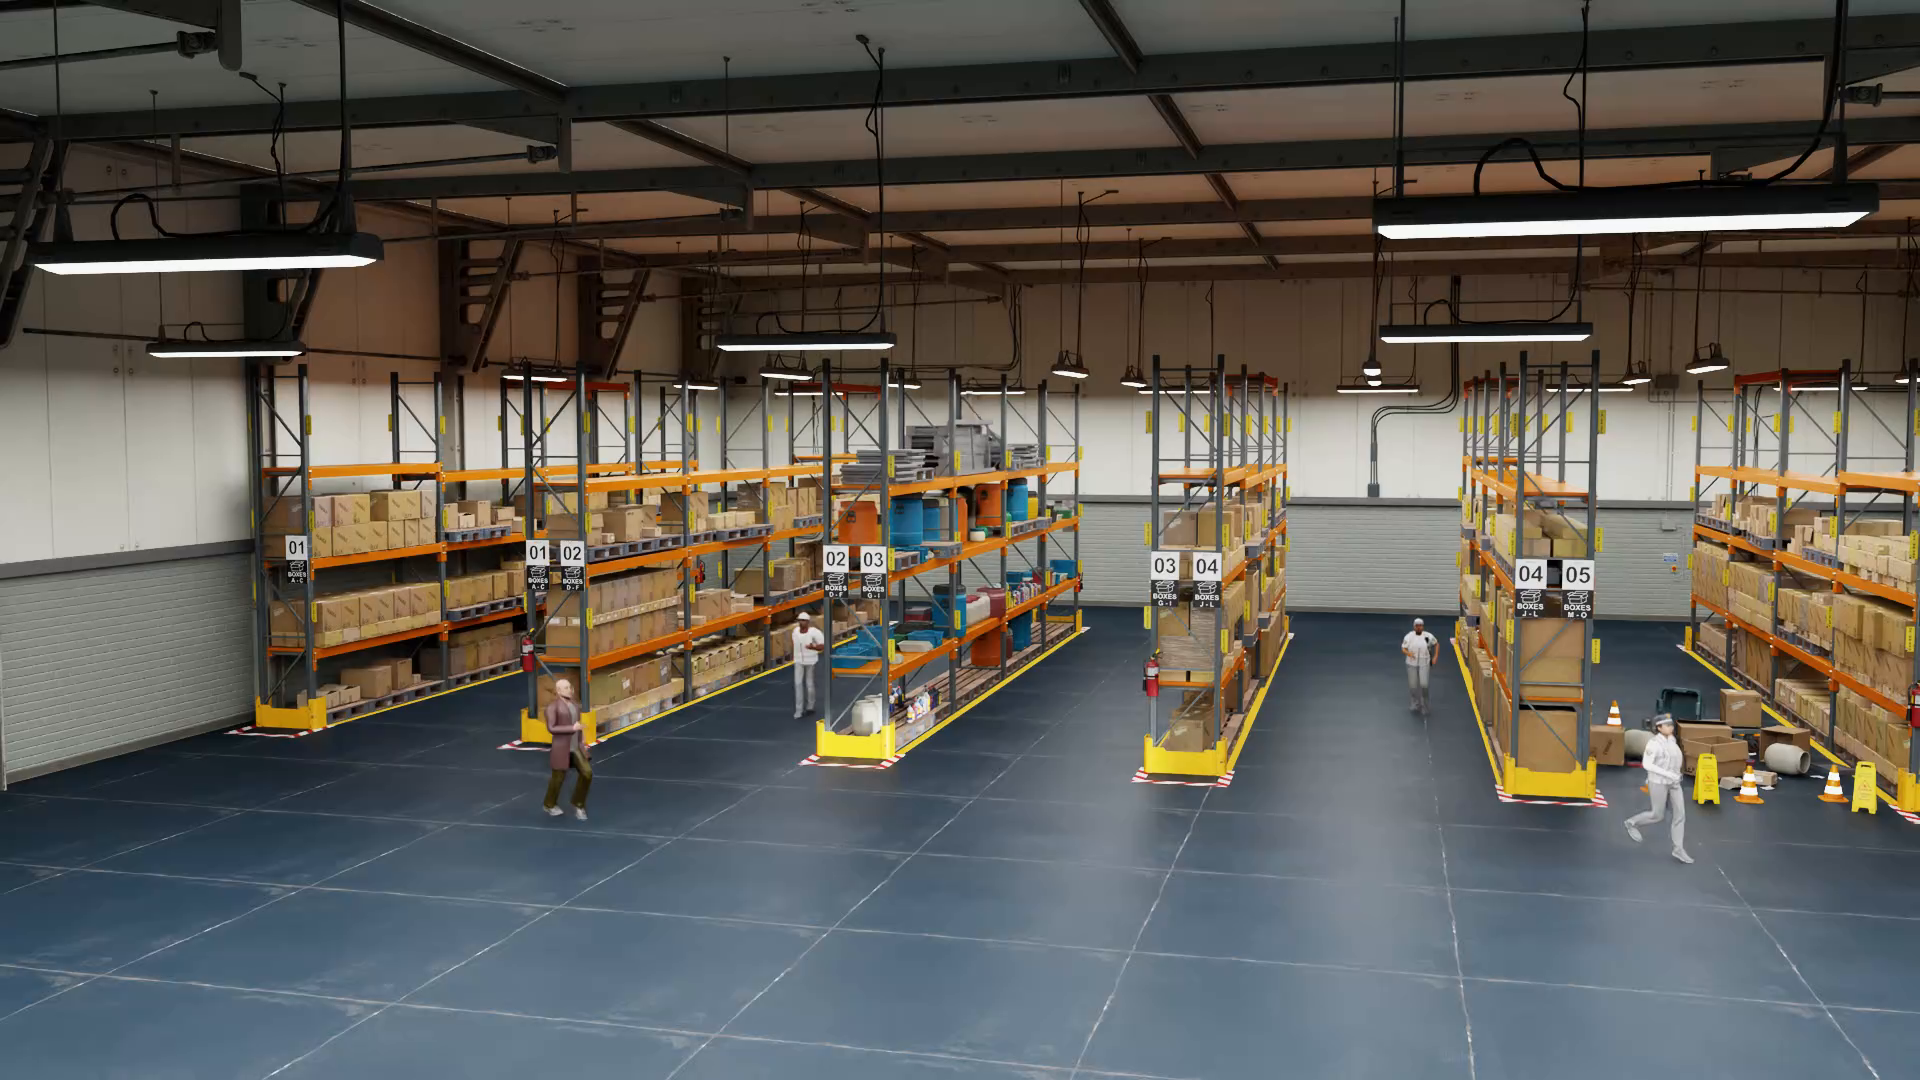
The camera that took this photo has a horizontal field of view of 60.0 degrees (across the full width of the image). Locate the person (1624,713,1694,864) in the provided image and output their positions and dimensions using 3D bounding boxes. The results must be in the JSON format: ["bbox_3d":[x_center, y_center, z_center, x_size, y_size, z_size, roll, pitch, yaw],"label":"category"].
[{"bbox_3d":[8.161,2.836,19.316,0.628,1.699,0.905,-2,4,-27],"label":"person"}]

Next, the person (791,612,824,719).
[{"bbox_3d":[-2.636,2.152,28.714,0.664,1.833,0.783,1,4,10],"label":"person"}]

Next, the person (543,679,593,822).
[{"bbox_3d":[-4.970,2.673,21.032,0.805,1.832,0.672,3,5,38],"label":"person"}]

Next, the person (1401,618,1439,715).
[{"bbox_3d":[7.963,2.208,28.819,0.619,1.711,0.691,1,4,17],"label":"person"}]
